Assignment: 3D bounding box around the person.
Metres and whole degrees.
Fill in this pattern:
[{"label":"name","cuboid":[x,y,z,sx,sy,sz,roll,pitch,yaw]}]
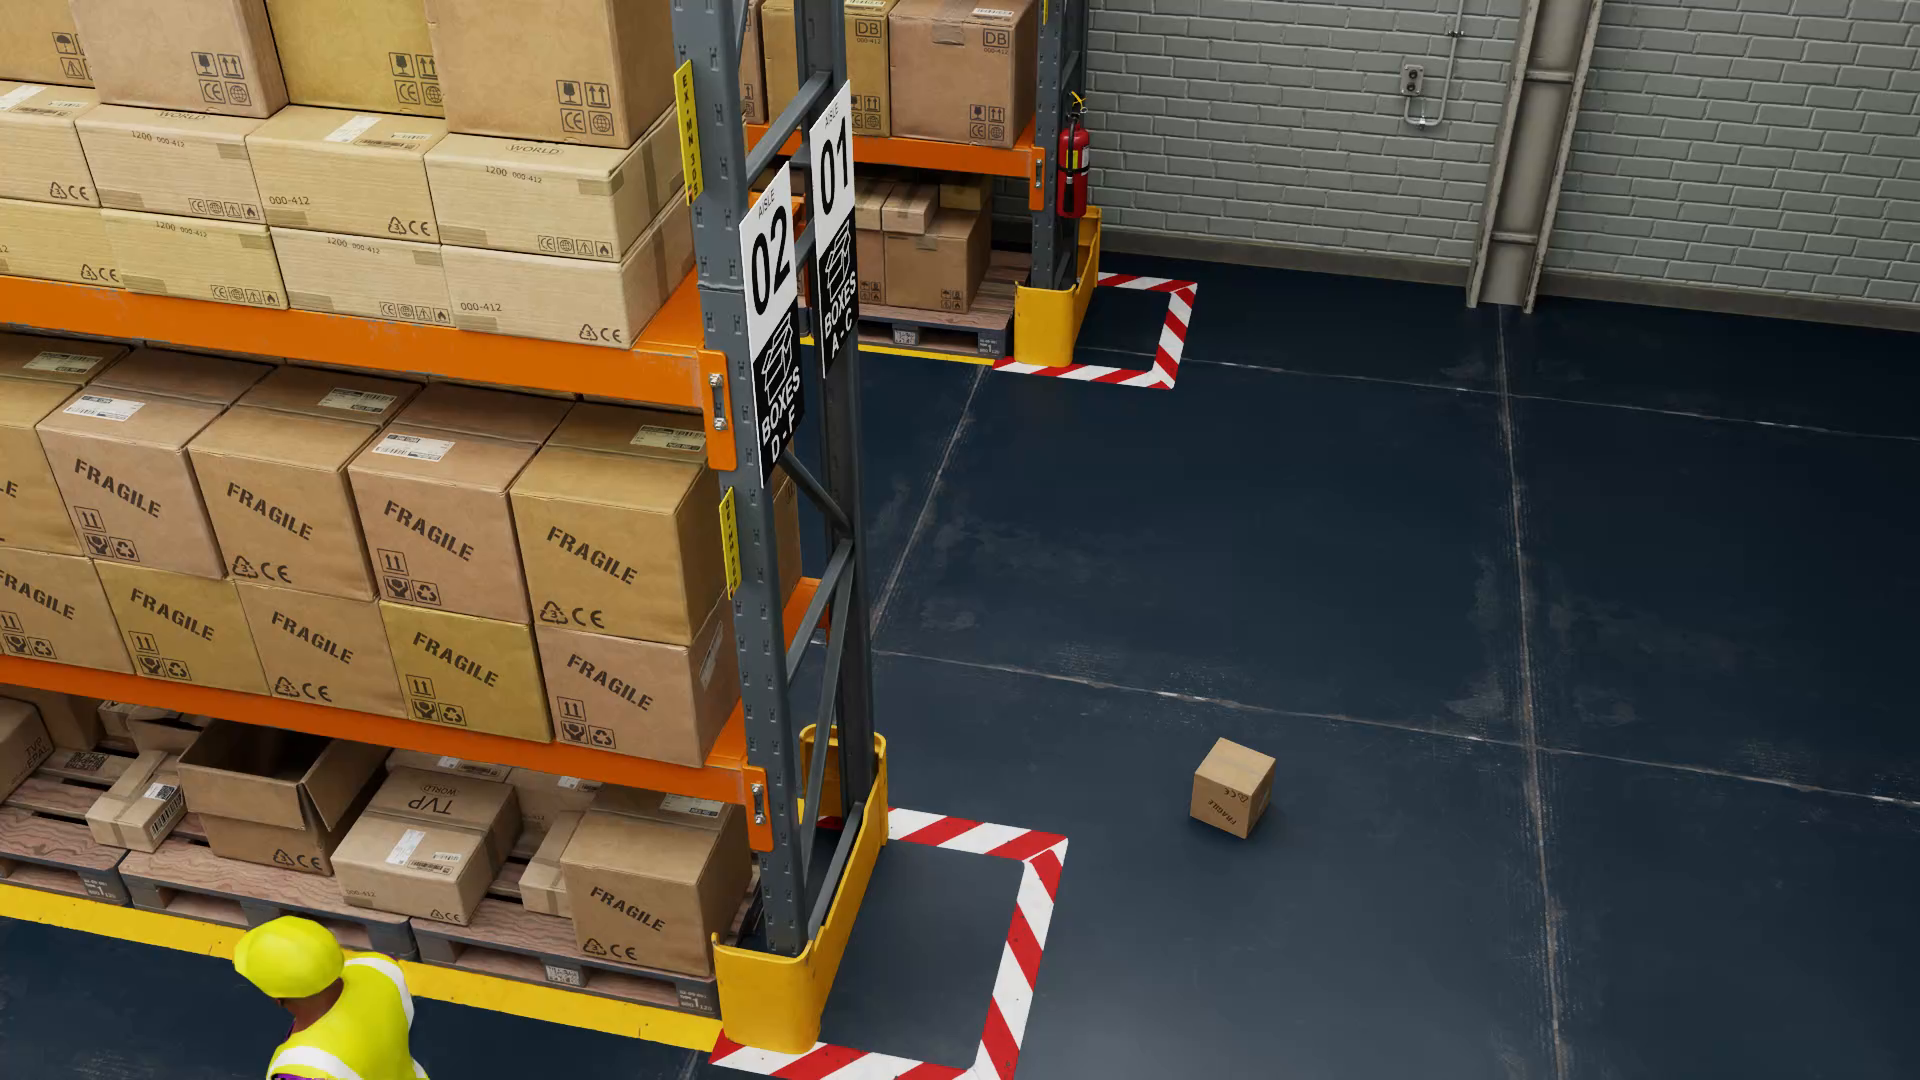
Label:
[{"label":"person","cuboid":[-1.695,1.674,4.665,0.886,1.749,0.588,8,37,11]}]
